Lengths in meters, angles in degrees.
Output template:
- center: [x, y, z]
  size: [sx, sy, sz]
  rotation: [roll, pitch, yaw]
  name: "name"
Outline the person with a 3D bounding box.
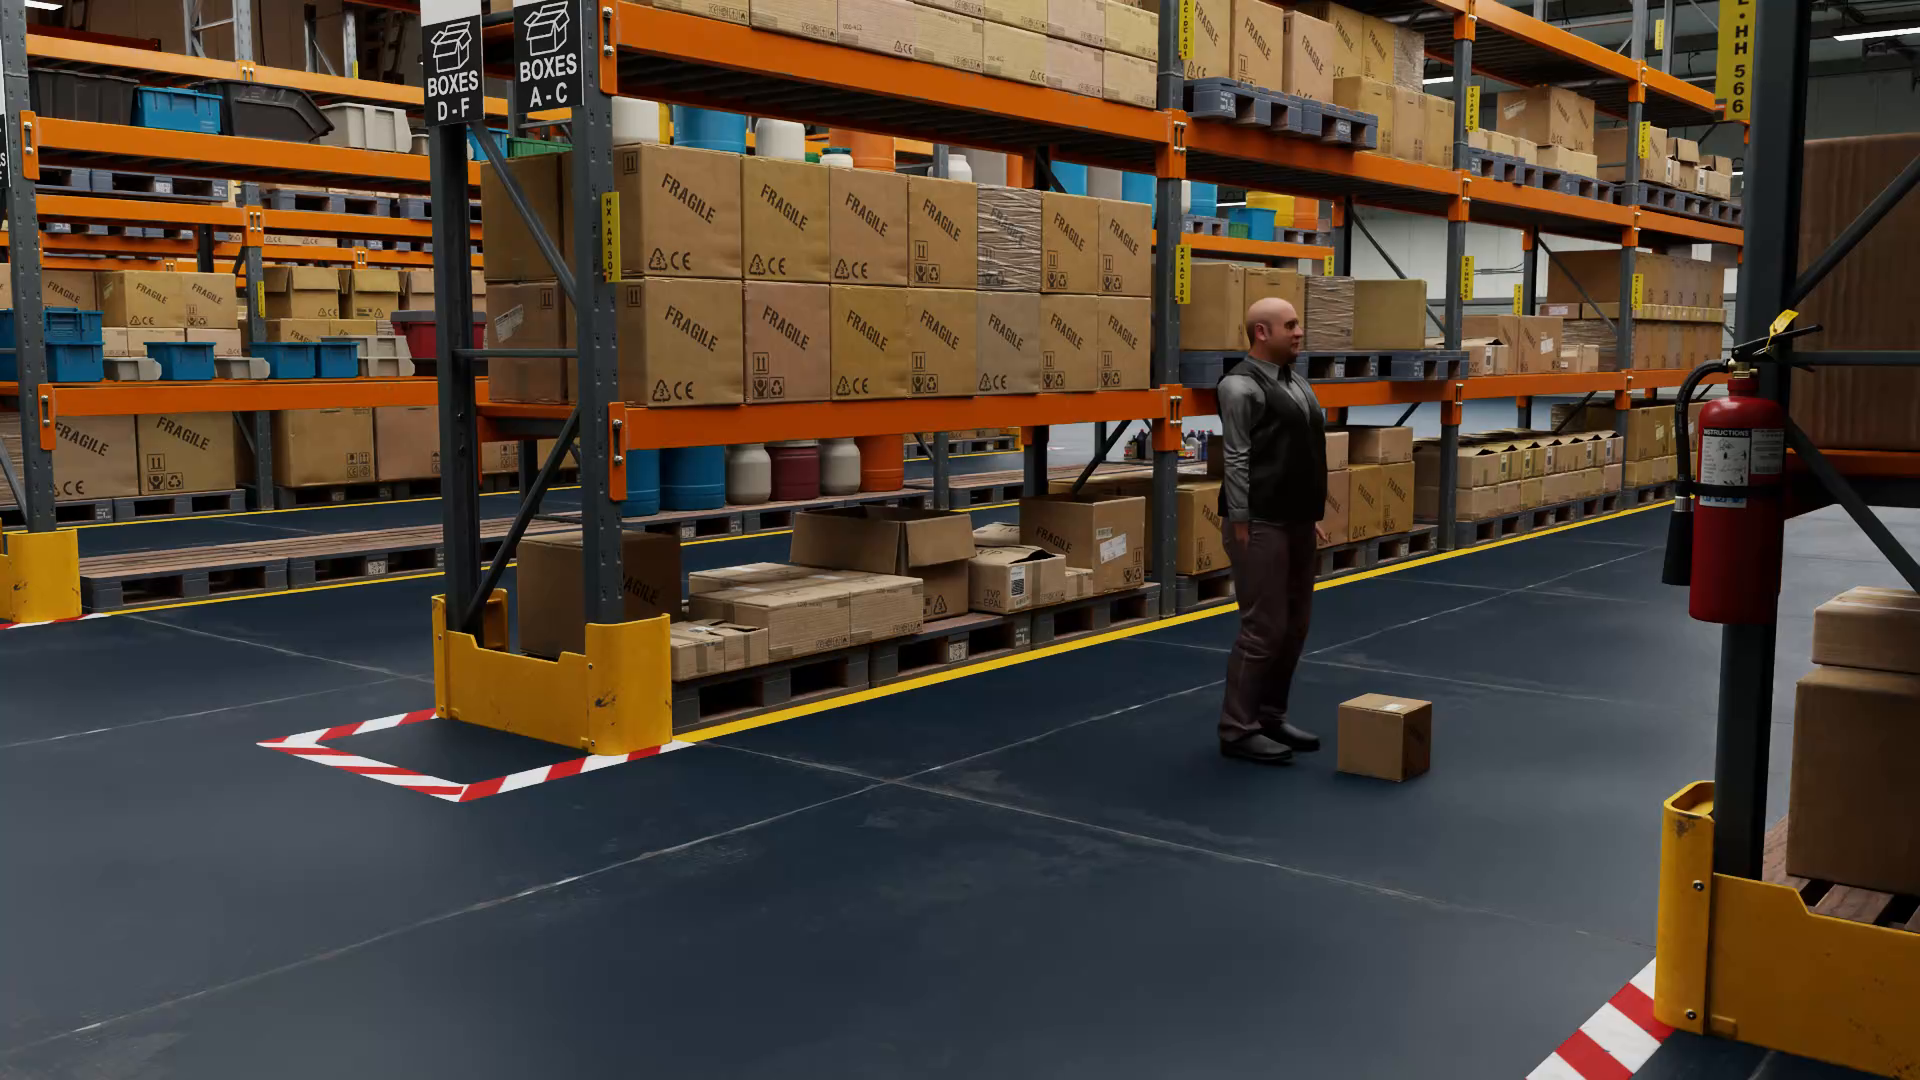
- center: [1.185, -0.047, 6.268]
  size: [0.361, 1.715, 0.531]
  rotation: [6, 9, 40]
  name: "person"
